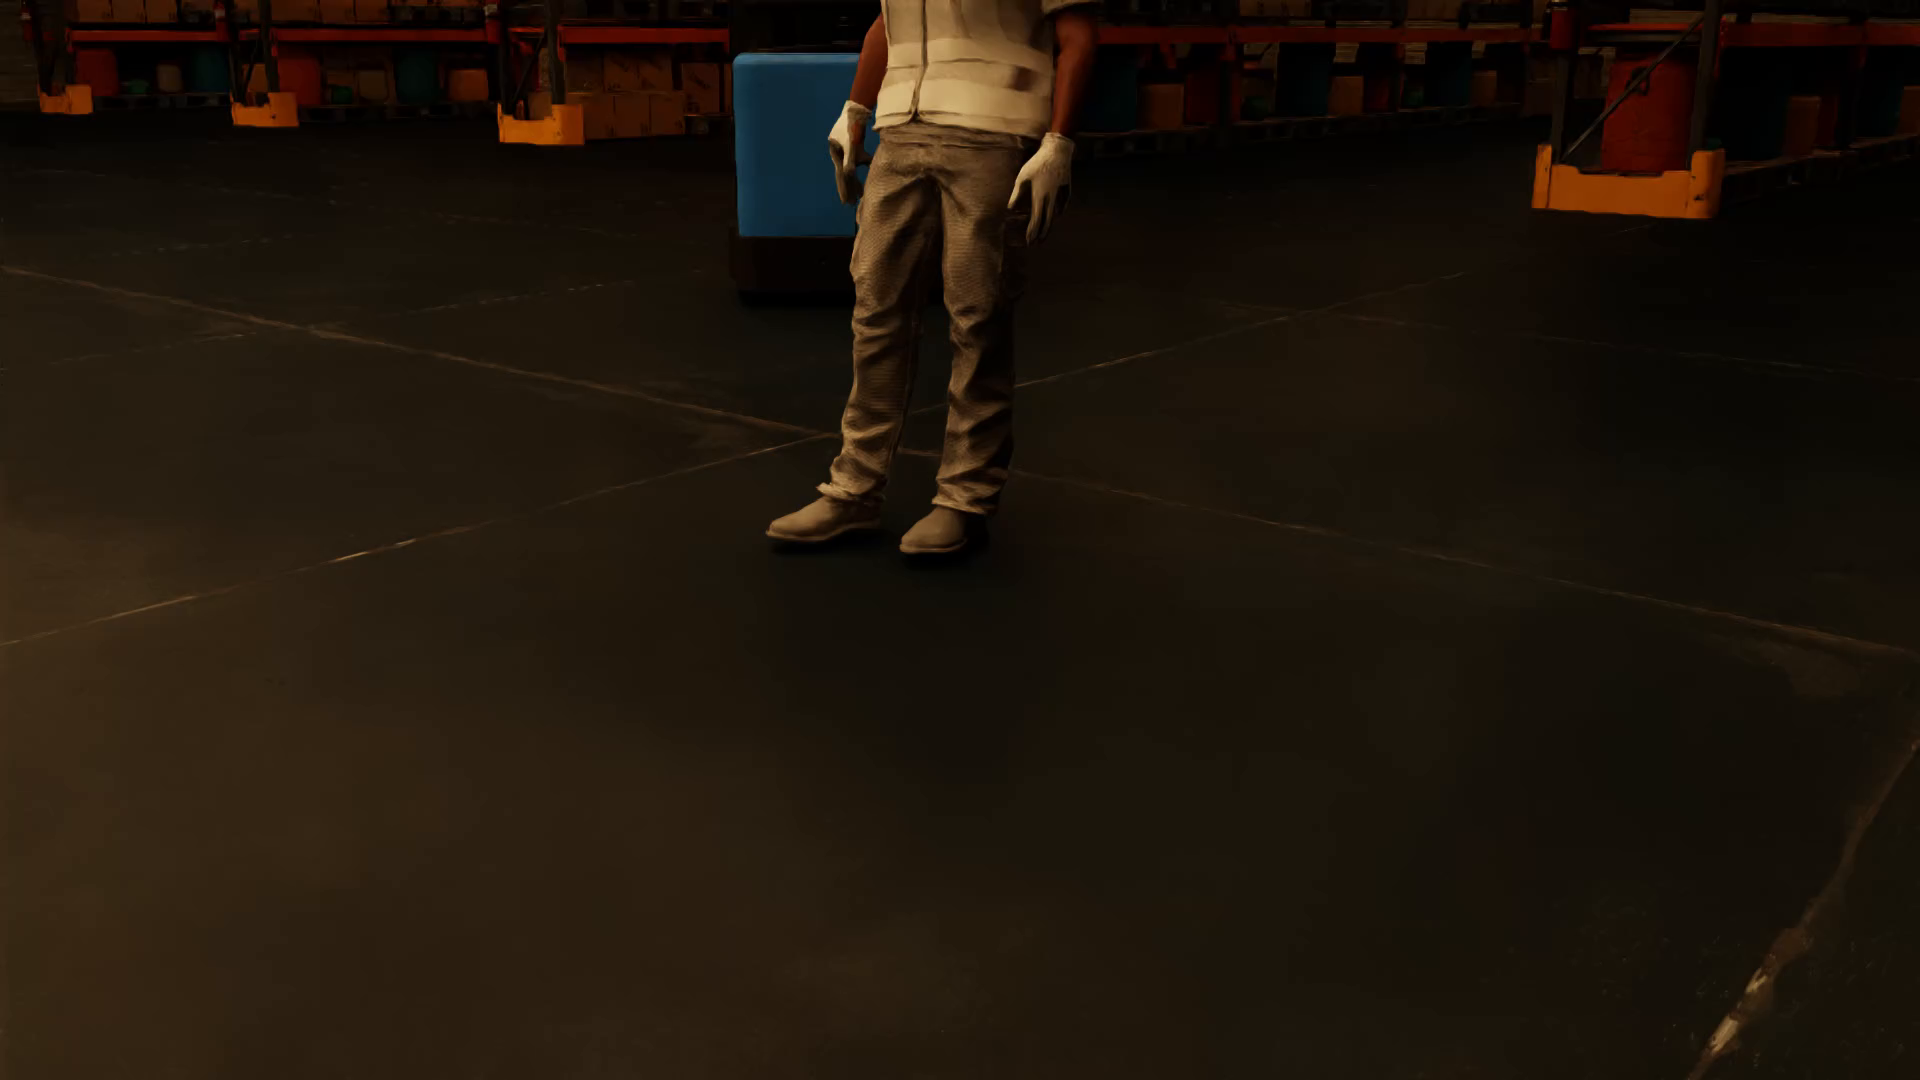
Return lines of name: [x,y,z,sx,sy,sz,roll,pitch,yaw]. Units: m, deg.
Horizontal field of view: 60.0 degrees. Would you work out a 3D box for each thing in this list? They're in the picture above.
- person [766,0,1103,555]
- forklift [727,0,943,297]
person: [-0.052,-0.845,3.633,0.654,1.782,0.576,13,21,37]
forklift: [-0.618,-2.865,8.333,1.130,2.935,3.031,-2,17,-6]
